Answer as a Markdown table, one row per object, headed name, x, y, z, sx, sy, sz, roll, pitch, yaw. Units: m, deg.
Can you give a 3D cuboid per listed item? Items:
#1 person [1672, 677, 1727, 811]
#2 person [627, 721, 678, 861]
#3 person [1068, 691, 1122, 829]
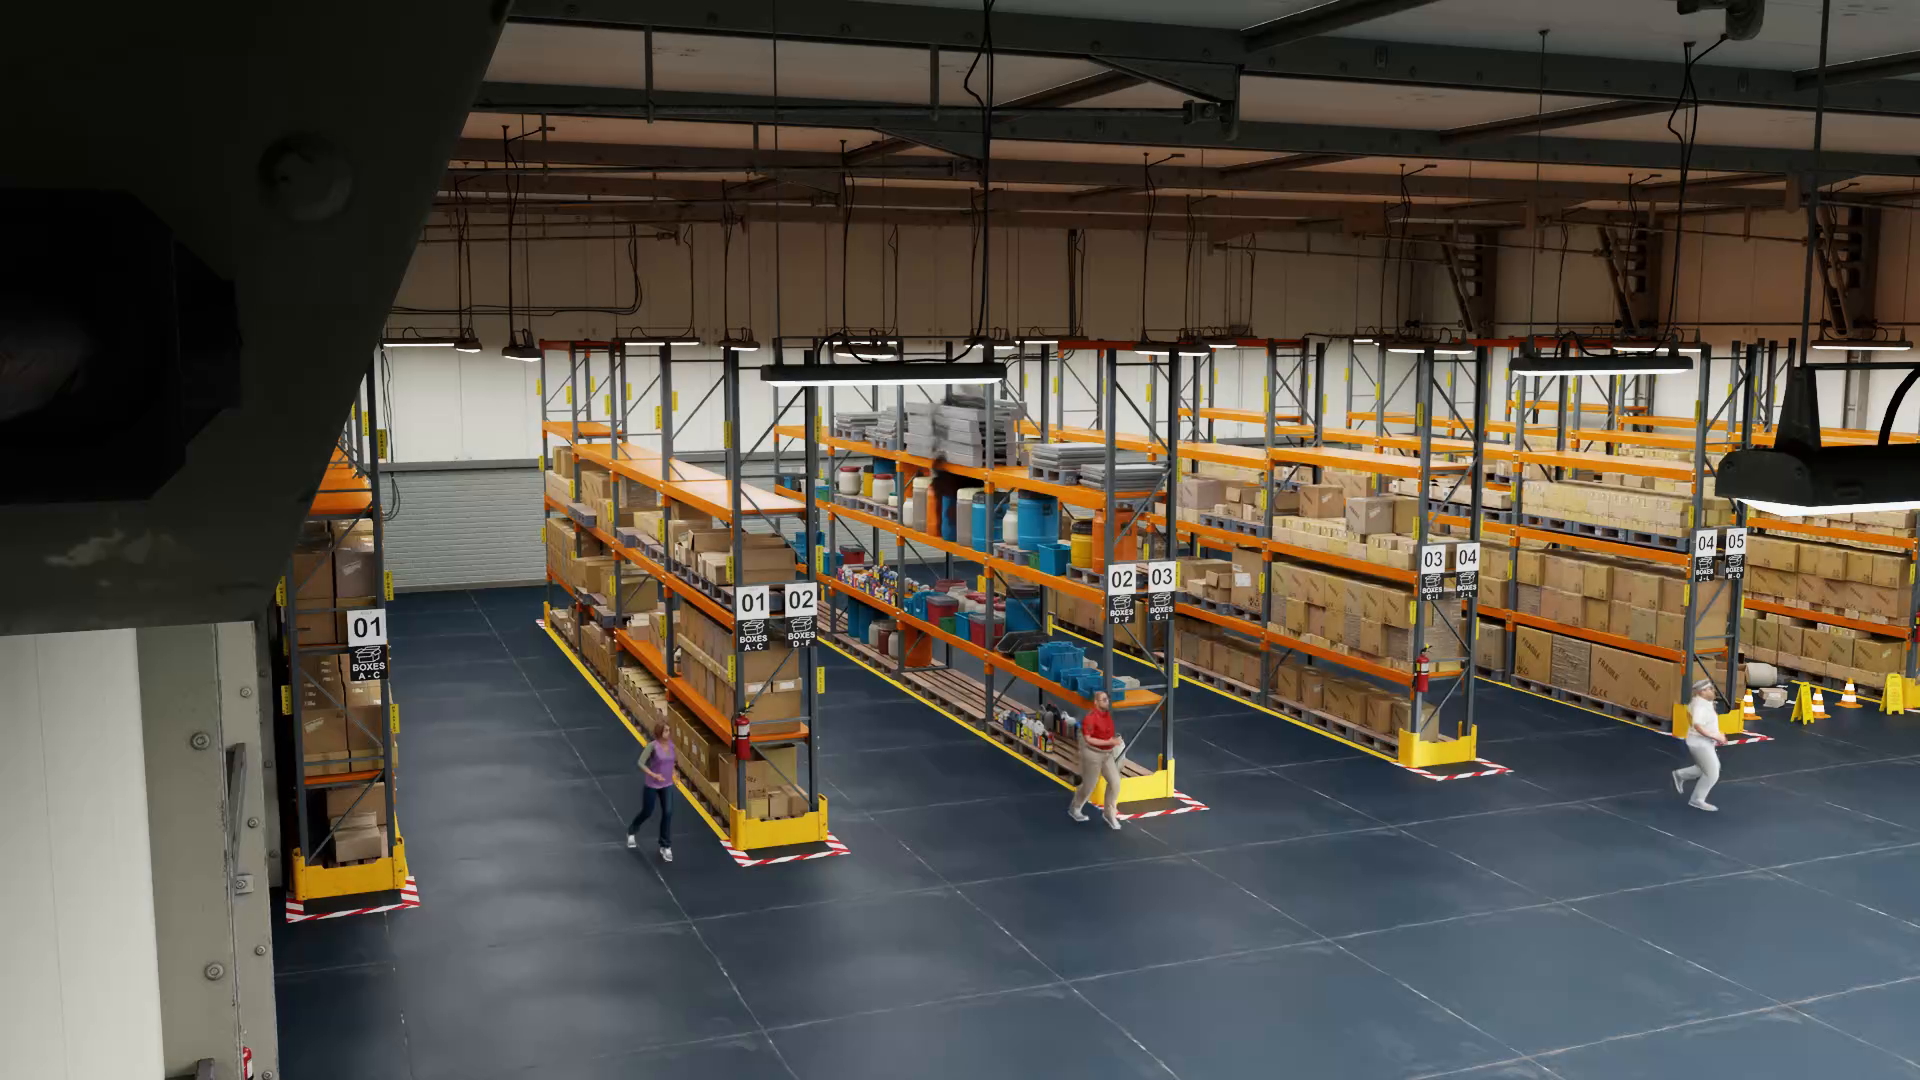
| name | x | y | z | sx | sy | sz | roll | pitch | yaw |
| --- | --- | --- | --- | --- | --- | --- | --- | --- | --- |
| person | 9.710 | 2.655 | 21.780 | 0.601 | 1.753 | 0.697 | 3 | 8 | 20 |
| person | -3.591 | 2.958 | 19.920 | 0.609 | 1.586 | 0.844 | -6 | 10 | -40 |
| person | 1.741 | 2.785 | 20.948 | 0.783 | 1.821 | 0.683 | 6 | 10 | 39 |
